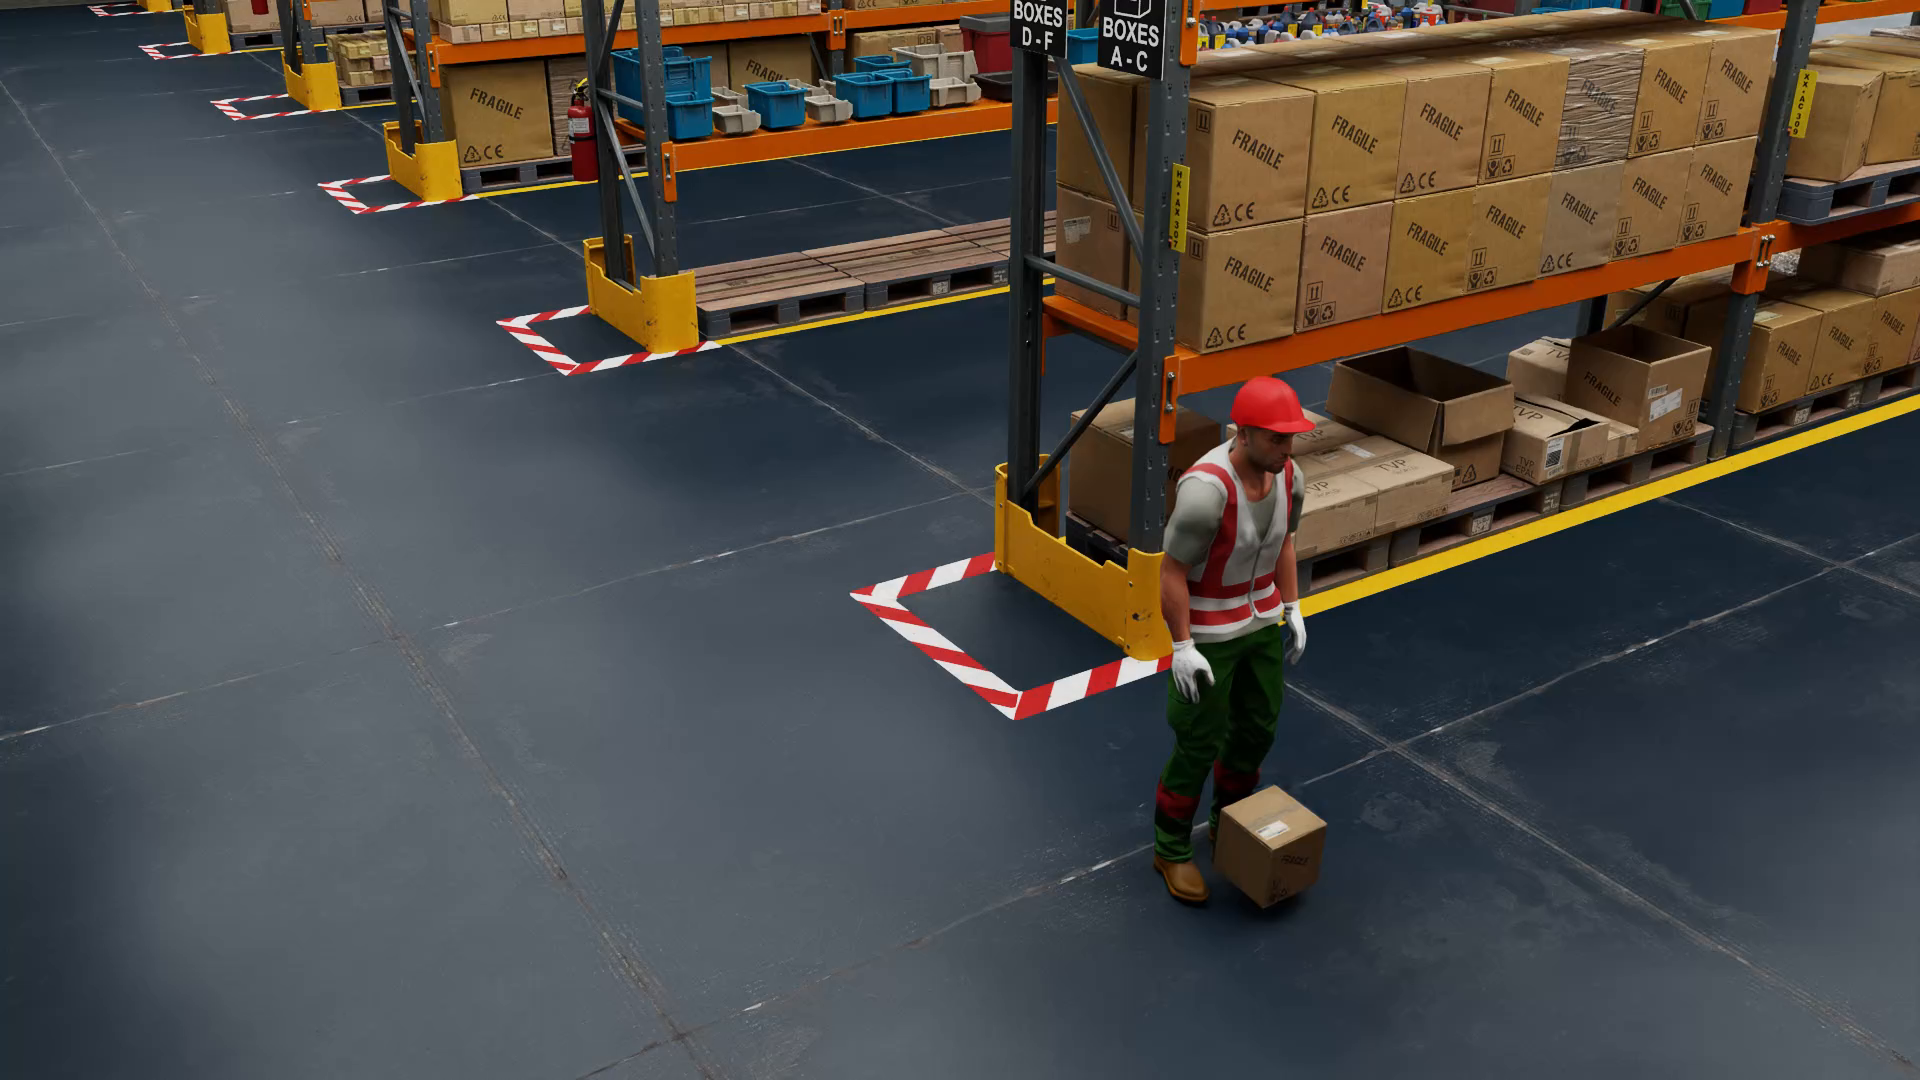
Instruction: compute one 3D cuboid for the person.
[{"bbox_3d":[0.890,0.307,5.426,0.574,1.781,0.438,-16,30,-31],"label":"person"}]
